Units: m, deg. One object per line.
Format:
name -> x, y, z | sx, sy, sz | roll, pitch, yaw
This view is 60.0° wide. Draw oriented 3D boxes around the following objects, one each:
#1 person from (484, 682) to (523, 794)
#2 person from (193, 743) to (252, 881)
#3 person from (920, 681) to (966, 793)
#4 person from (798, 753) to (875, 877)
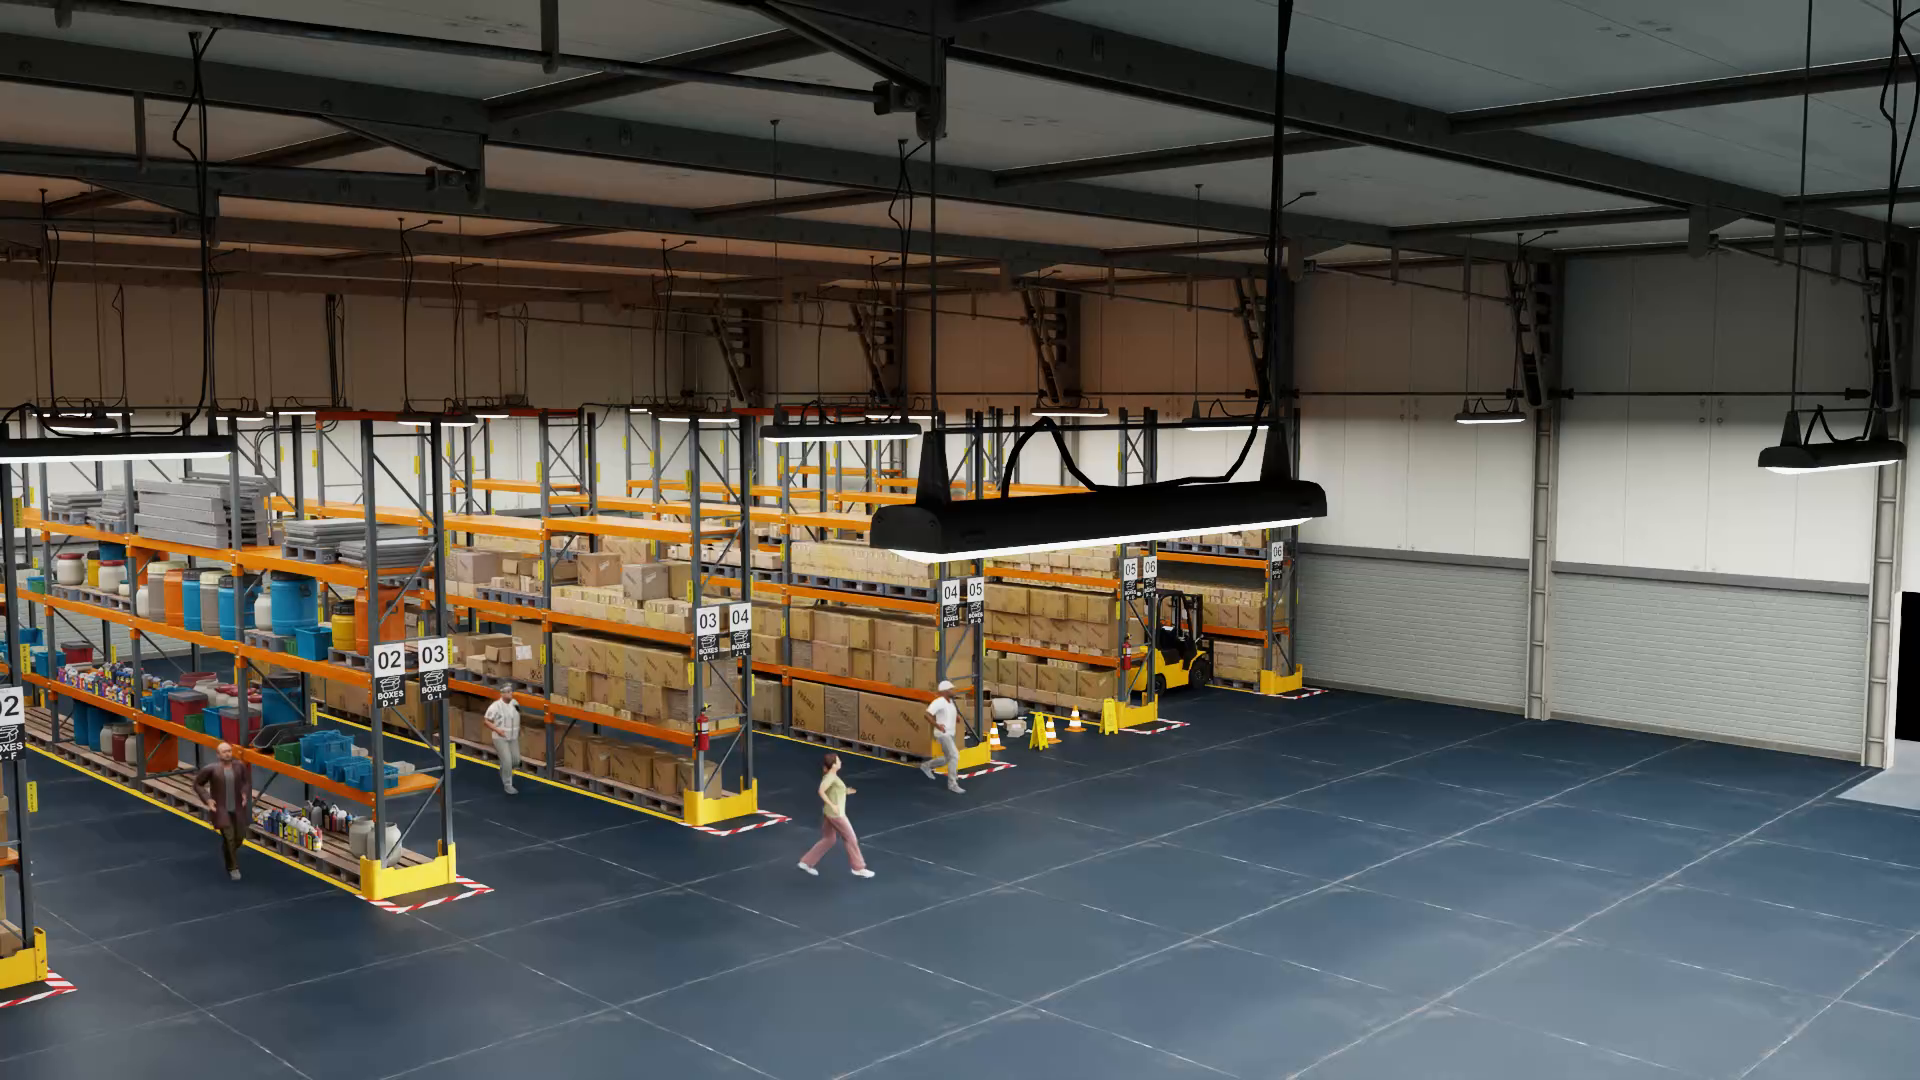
person -> -7.260, 3.126, 26.445 | 0.662, 1.762, 0.655 | 5, 7, 42
person -> -9.628, 3.528, 21.784 | 0.720, 1.762, 0.795 | -5, 7, -43
person -> -0.241, 3.124, 26.702 | 0.882, 1.735, 0.730 | 2, 5, 19
person -> -1.606, 3.570, 21.573 | 0.989, 1.651, 0.587 | -2, 5, -19
